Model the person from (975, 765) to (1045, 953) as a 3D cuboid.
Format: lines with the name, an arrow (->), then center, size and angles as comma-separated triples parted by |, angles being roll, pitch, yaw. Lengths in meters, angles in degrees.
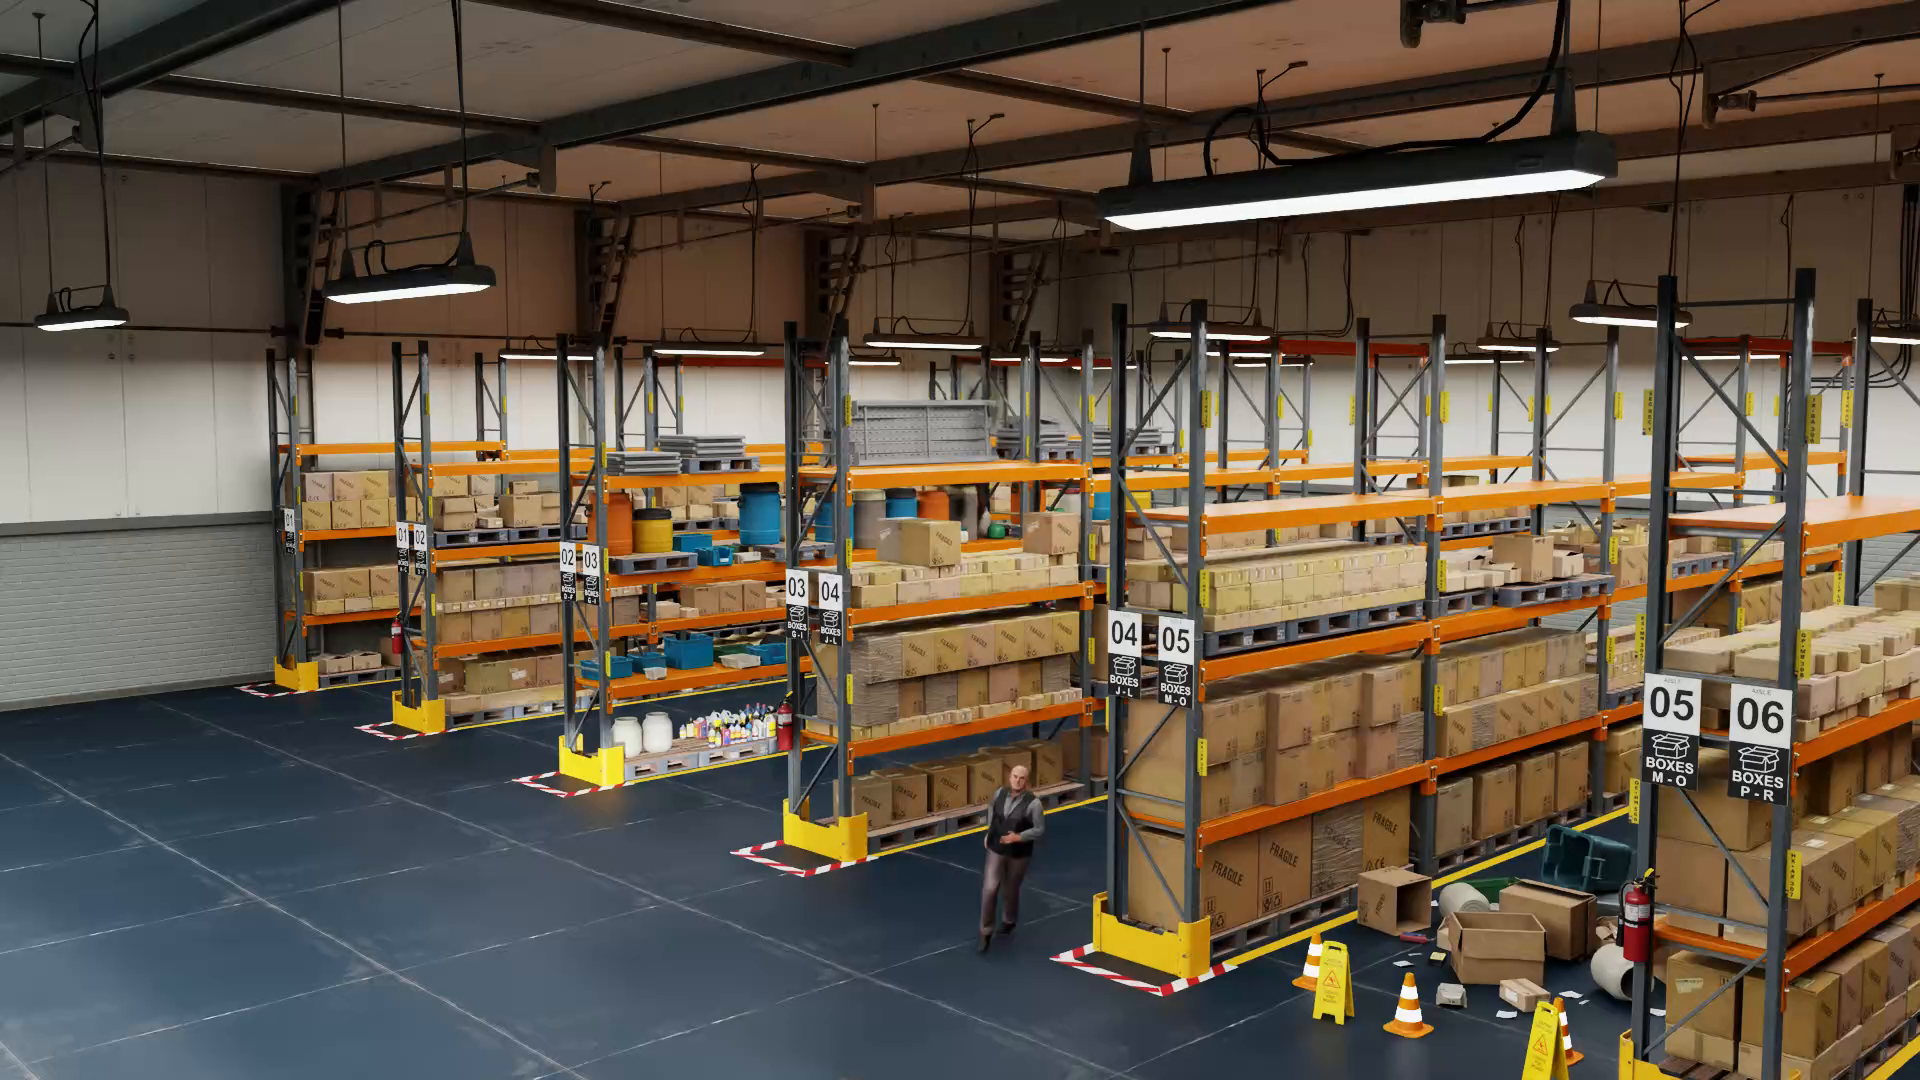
person -> 0.506, 2.974, 15.618 | 0.629, 1.754, 0.712 | 1, 5, 16
